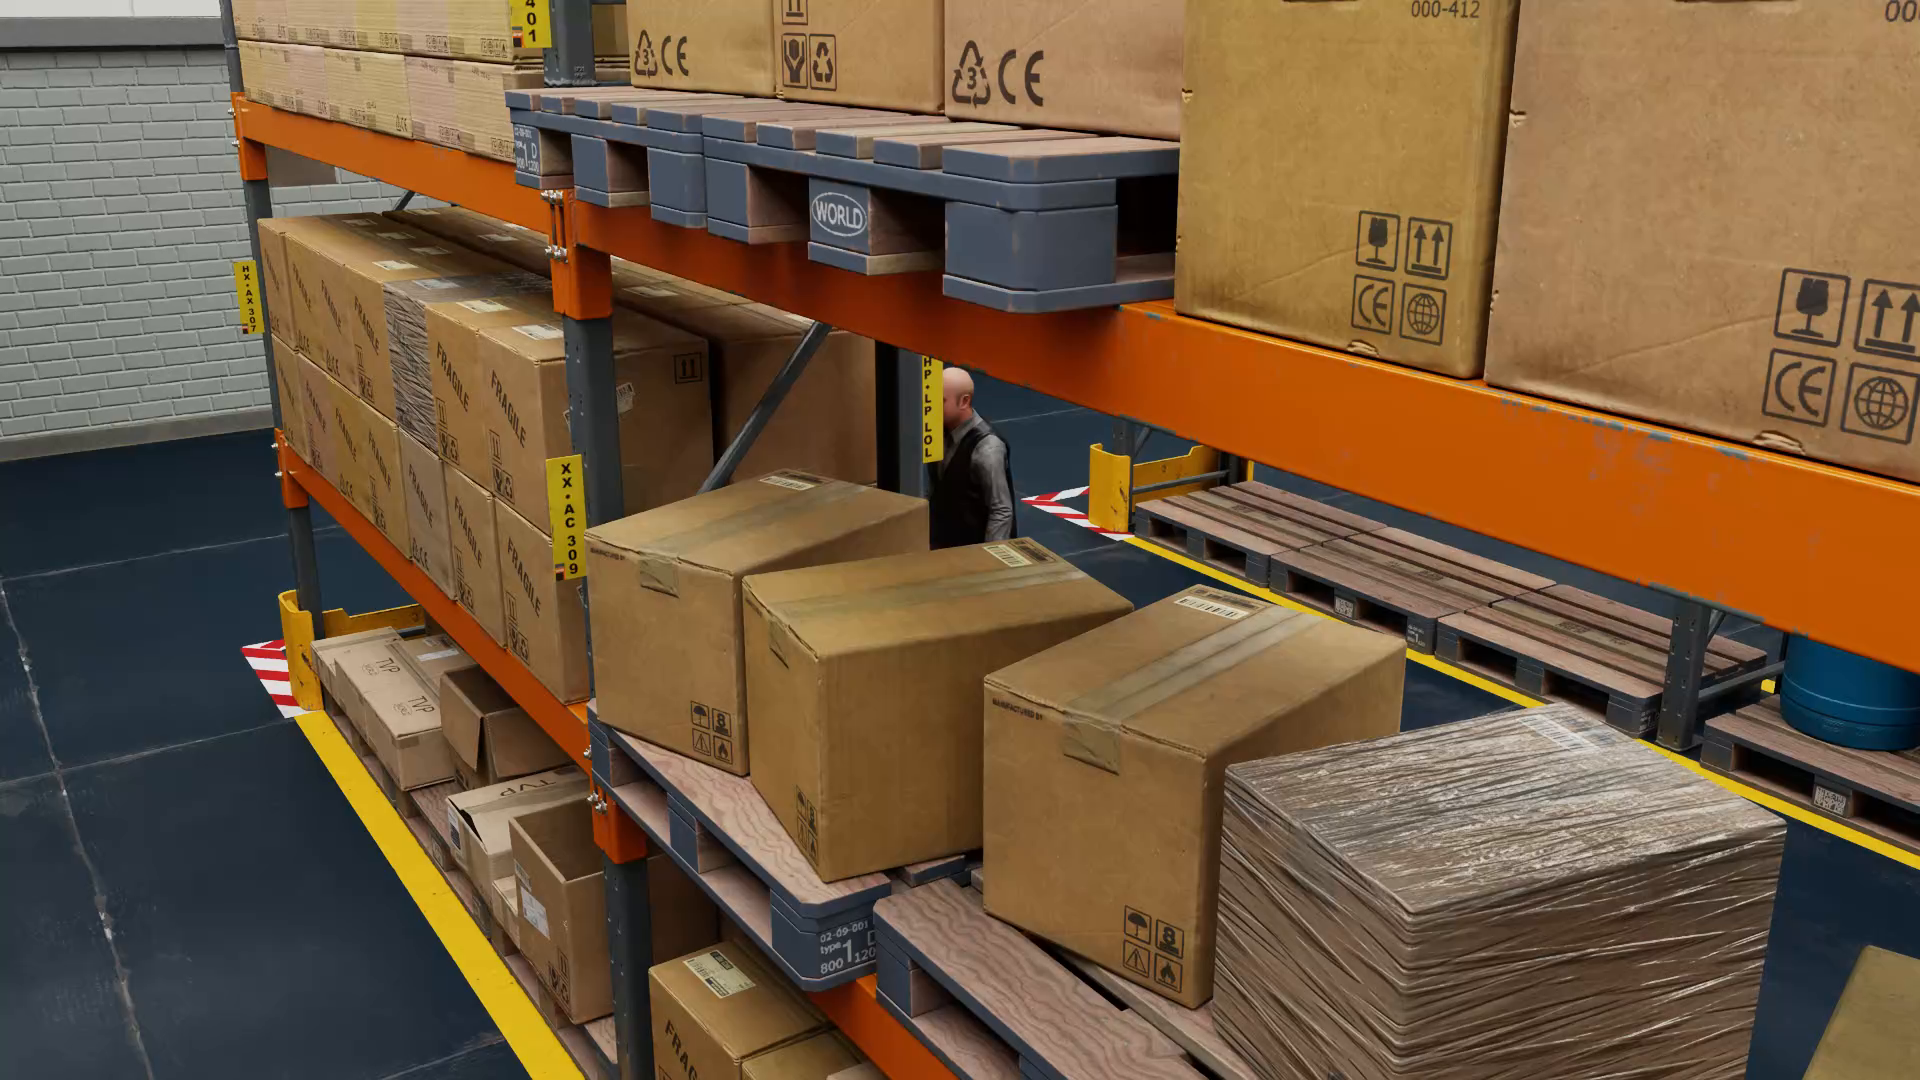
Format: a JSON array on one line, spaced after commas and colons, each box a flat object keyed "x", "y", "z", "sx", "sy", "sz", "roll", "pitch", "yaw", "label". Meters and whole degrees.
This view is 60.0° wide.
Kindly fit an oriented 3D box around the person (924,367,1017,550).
[{"x": 0.026, "y": 0.070, "z": 7.377, "sx": 0.414, "sy": 1.721, "sz": 0.580, "roll": -12, "pitch": 21, "yaw": -32, "label": "person"}]
